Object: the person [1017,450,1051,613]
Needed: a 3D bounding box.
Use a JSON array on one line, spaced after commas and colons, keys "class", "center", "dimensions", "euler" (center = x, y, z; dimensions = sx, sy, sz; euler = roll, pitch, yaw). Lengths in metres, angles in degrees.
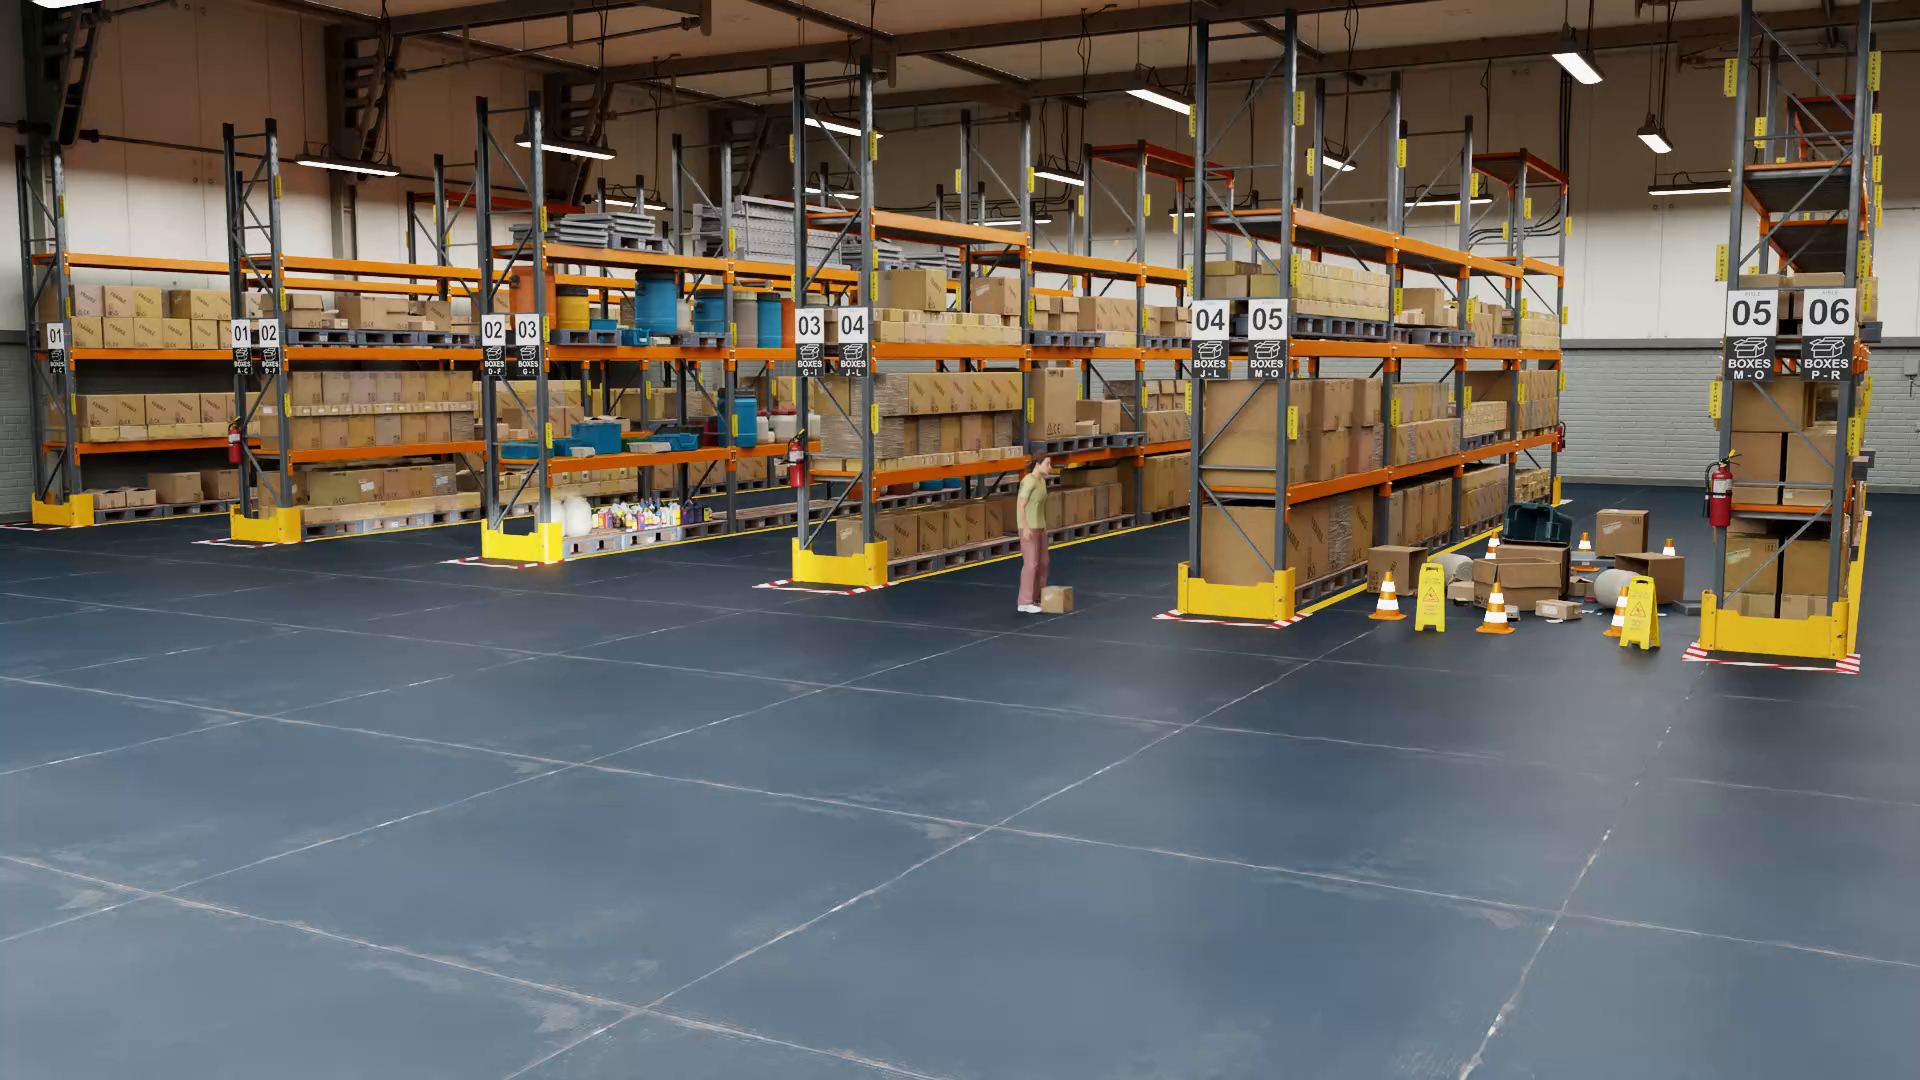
[{"class": "person", "center": [0.785, -0.101, 17.298], "dimensions": [0.365, 1.671, 0.503], "euler": [3, 7, 26]}]
